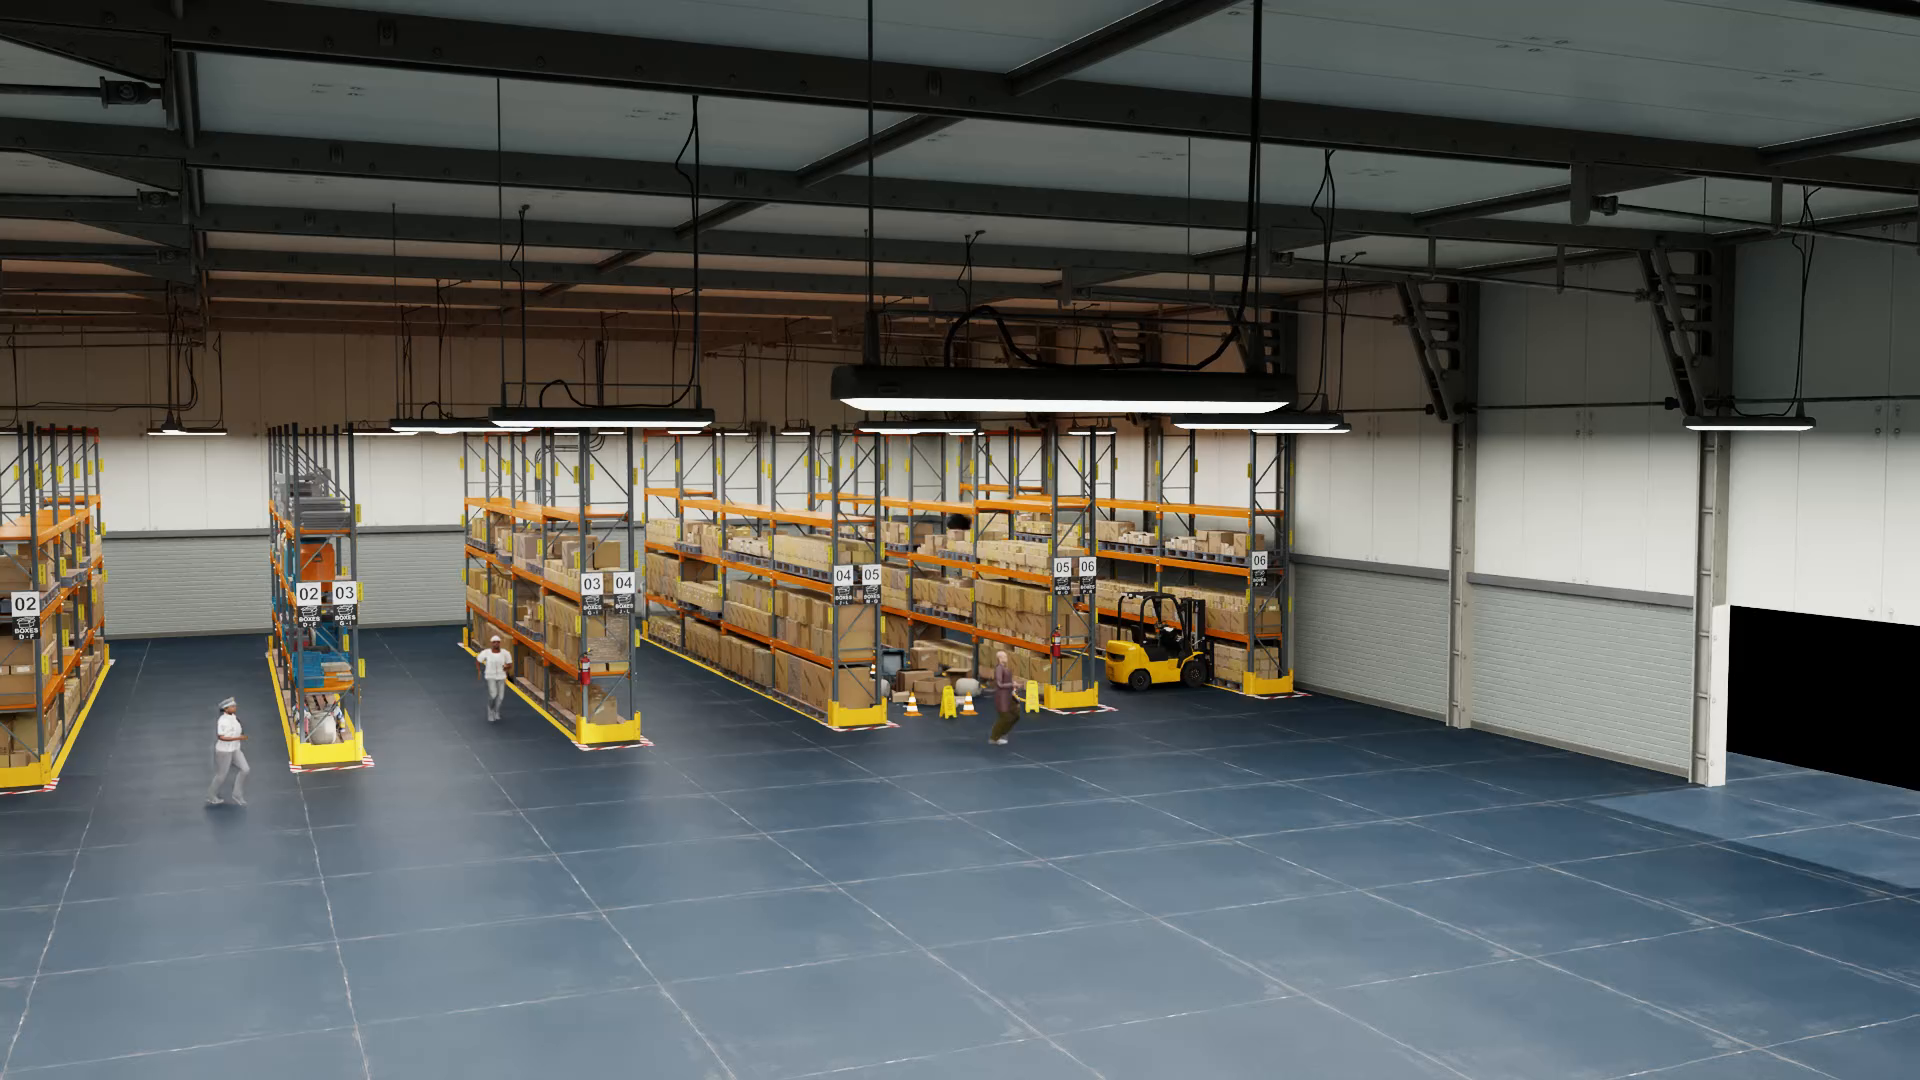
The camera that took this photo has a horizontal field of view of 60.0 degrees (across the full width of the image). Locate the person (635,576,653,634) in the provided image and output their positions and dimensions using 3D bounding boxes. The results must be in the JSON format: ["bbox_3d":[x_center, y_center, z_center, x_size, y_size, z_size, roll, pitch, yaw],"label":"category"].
[{"bbox_3d":[-9.211,1.853,48.957,0.684,1.840,0.786,3,5,44],"label":"person"}]

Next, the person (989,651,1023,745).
[{"bbox_3d":[0.872,2.954,30.971,0.686,1.771,0.692,1,4,16],"label":"person"}]

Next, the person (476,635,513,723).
[{"bbox_3d":[-9.343,2.797,33.471,0.676,1.754,0.683,-2,4,-28],"label":"person"}]

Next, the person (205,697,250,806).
[{"bbox_3d":[-11.365,3.308,25.829,0.741,1.749,0.570,0,4,6],"label":"person"}]
